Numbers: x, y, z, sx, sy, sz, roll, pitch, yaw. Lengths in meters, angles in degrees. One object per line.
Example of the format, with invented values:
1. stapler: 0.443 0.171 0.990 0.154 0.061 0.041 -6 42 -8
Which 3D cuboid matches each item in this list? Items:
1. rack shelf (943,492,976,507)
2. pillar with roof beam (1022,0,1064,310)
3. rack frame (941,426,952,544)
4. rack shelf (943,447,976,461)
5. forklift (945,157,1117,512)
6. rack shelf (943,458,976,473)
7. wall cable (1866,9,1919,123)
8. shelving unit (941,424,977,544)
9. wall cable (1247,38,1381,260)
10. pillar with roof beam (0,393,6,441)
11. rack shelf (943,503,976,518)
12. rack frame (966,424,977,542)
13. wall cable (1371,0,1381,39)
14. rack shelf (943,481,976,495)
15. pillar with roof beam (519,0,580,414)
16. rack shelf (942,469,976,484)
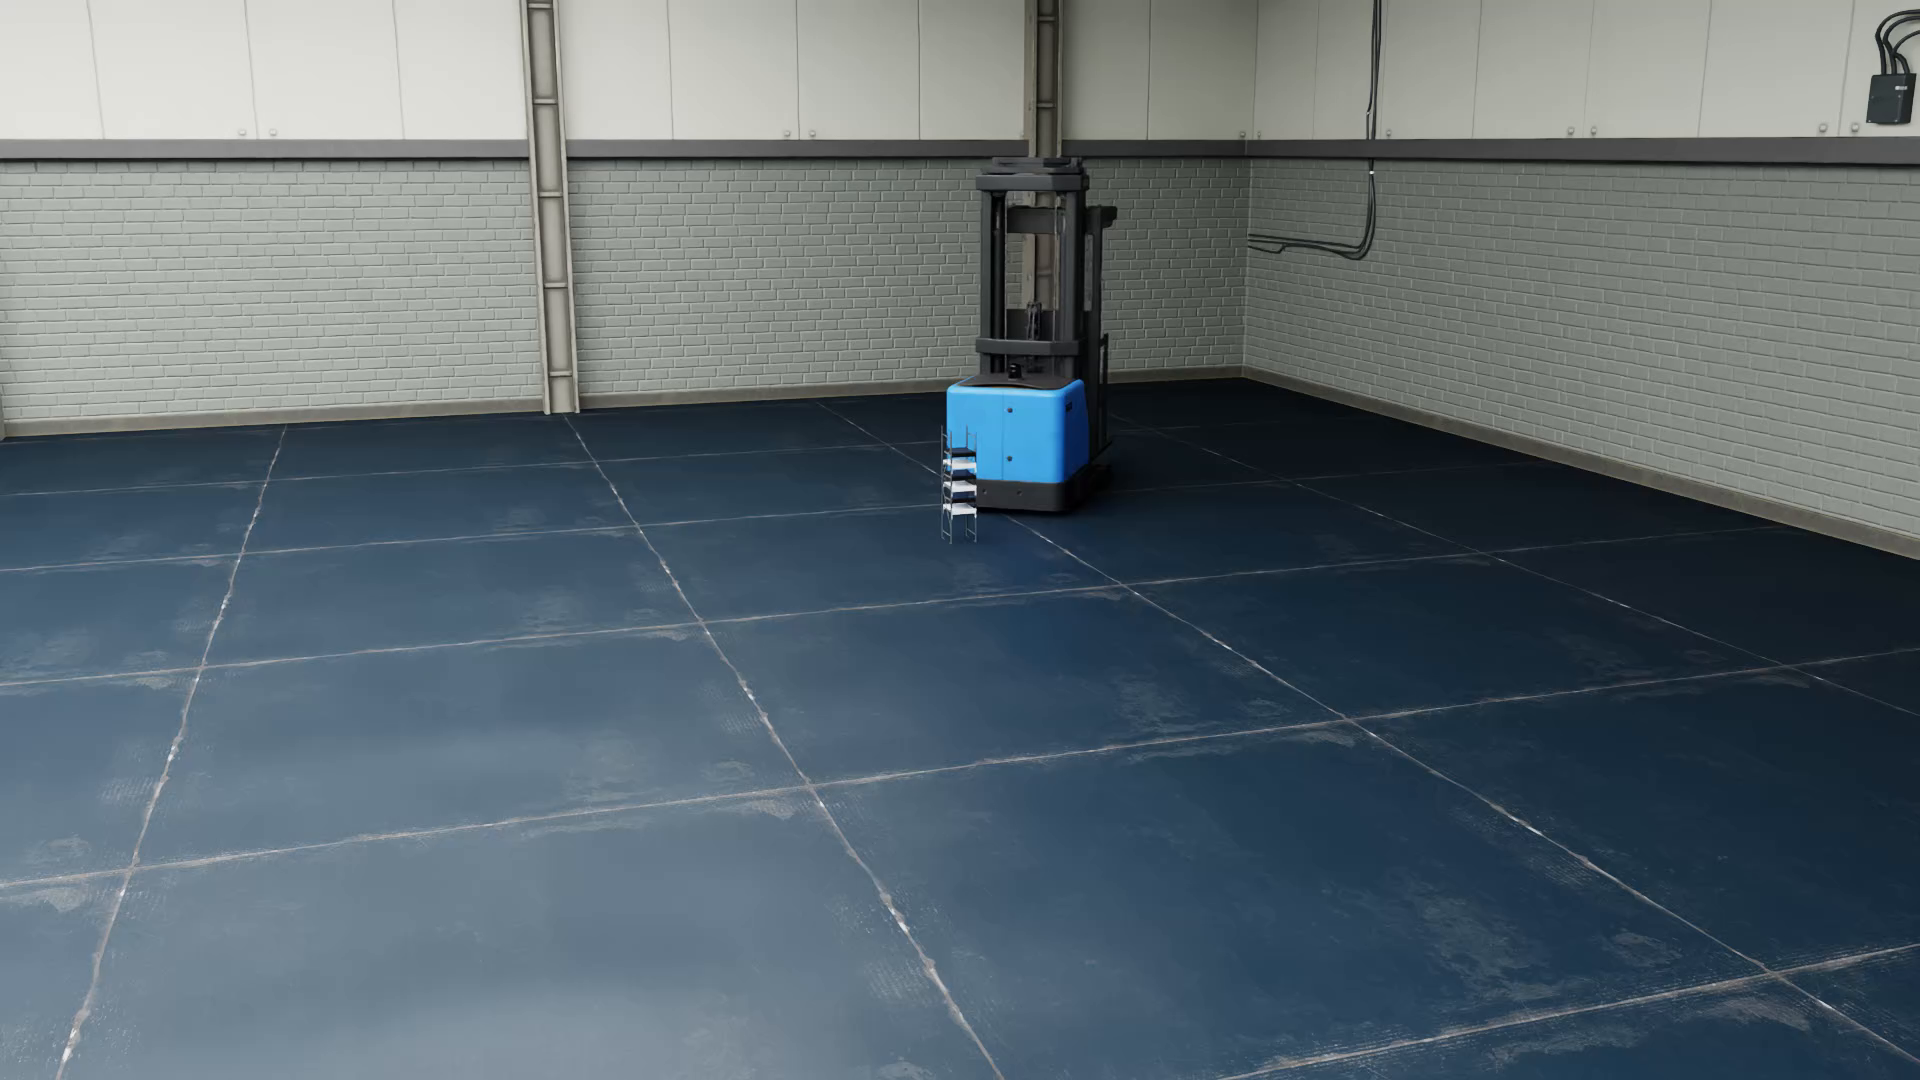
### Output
1. rack shelf: -0.008 -0.317 13.065 0.200 0.077 0.258 -4 14 -18
2. pillar with roof beam: 2.396 -5.380 16.315 0.400 9.000 9.100 -4 14 -18
3. rack frame: -0.104 -0.430 13.005 0.006 0.900 0.240 -4 14 -18
4. rack shelf: -0.008 -0.667 12.981 0.200 0.077 0.258 -4 14 -18
5. forklift: 0.783 -1.956 15.034 1.130 2.935 3.031 4 14 16
6. rack shelf: -0.008 -0.580 13.002 0.200 0.077 0.258 -4 14 -18
7. wall cable: 7.250 -5.823 10.827 0.169 6.003 2.305 -4 14 -18
8. shelving unit: -0.008 -0.437 13.036 0.210 0.900 0.258 -4 14 -18
9. wall cable: 4.237 -4.741 20.338 0.112 2.526 3.097 -4 14 -18
10. pillar with roof beam: -8.977 -4.494 12.591 0.400 9.000 9.100 -4 14 -18
11. rack shelf: -0.008 -0.230 13.086 0.200 0.077 0.258 -4 14 -18
12. rack frame: 0.089 -0.445 13.068 0.006 0.900 0.240 -4 14 -18
13. wall cable: 5.100 -6.605 17.259 0.112 2.526 3.097 -4 14 -18
14. rack shelf: -0.008 -0.405 13.044 0.200 0.077 0.258 -4 14 -18
15. pillar with roof beam: -3.291 -4.937 14.453 0.400 9.000 9.100 -4 14 -18
16. rack shelf: -0.008 -0.492 13.023 0.200 0.077 0.258 -4 14 -18
